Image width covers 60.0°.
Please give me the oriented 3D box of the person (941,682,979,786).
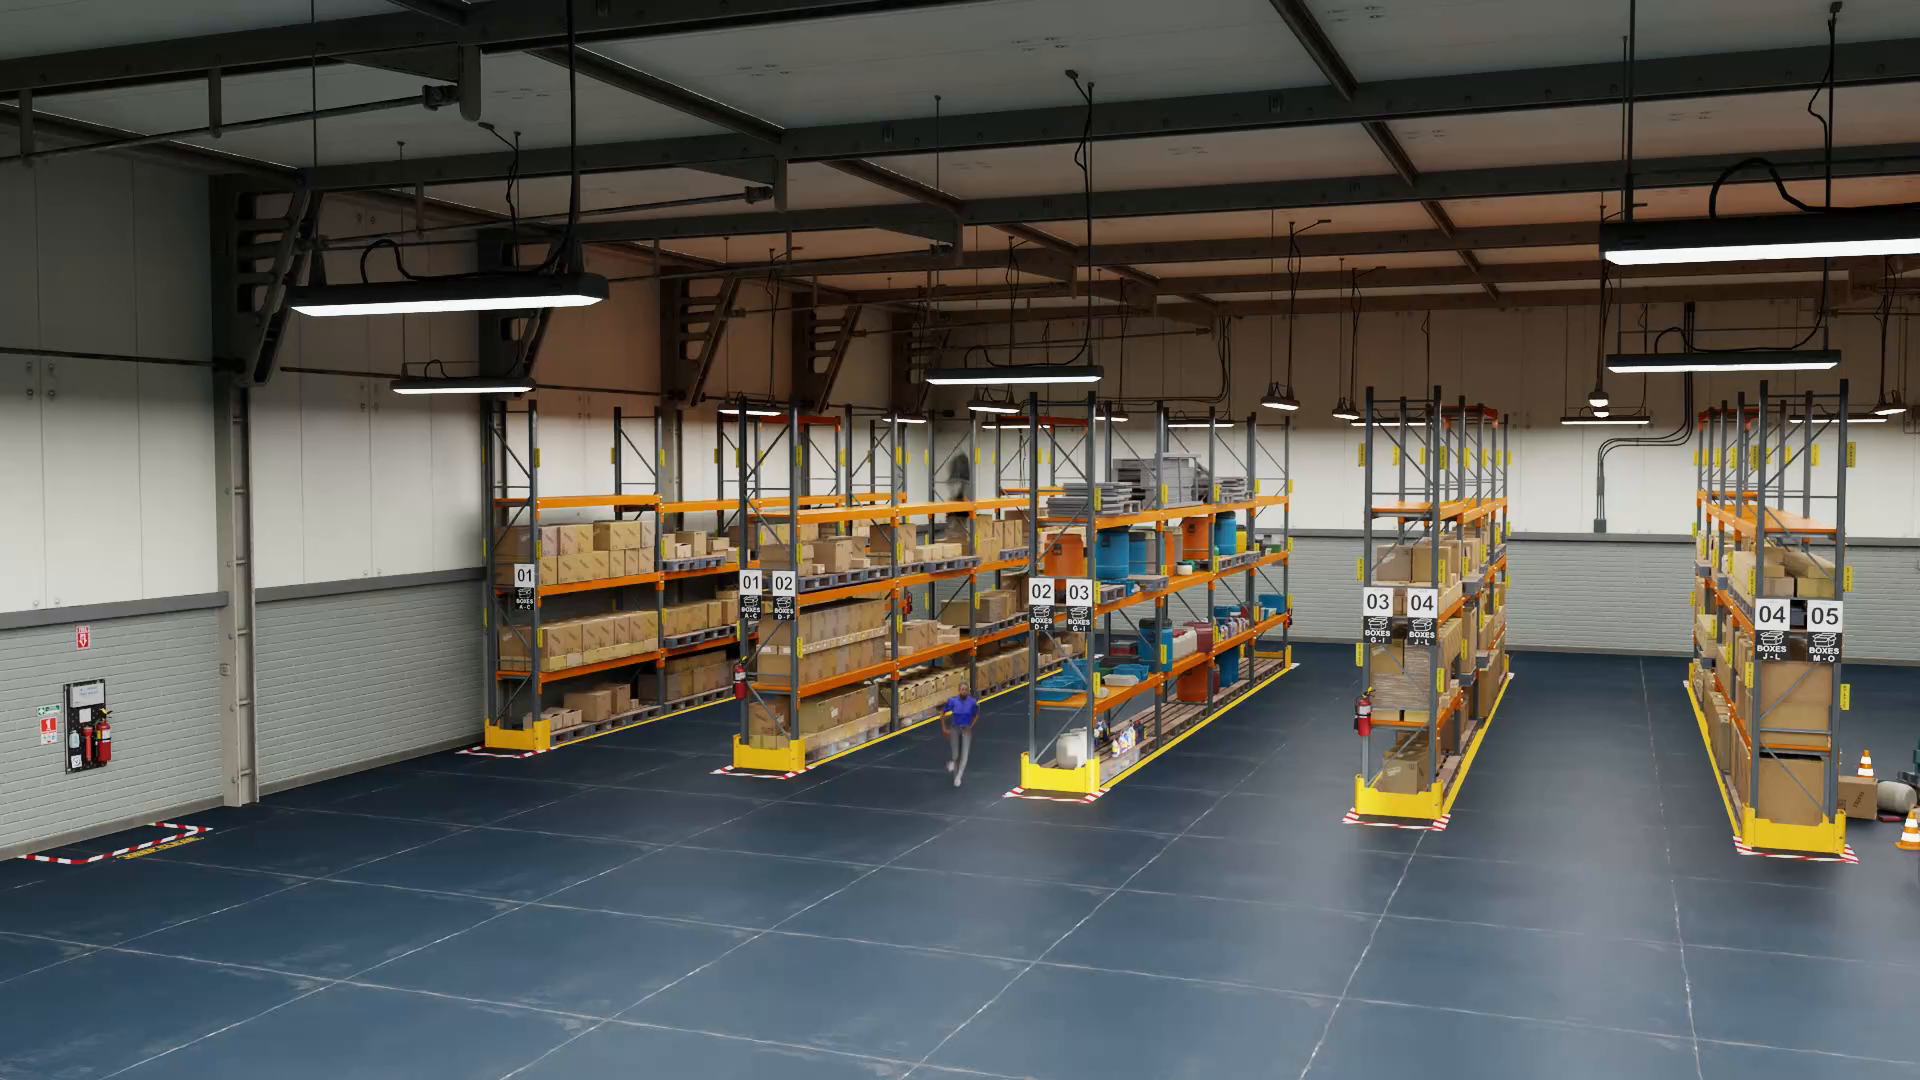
[{"bbox_3d":[-0.006,2.970,25.615,0.574,1.586,0.614,-1,3,-14],"label":"person"}]
